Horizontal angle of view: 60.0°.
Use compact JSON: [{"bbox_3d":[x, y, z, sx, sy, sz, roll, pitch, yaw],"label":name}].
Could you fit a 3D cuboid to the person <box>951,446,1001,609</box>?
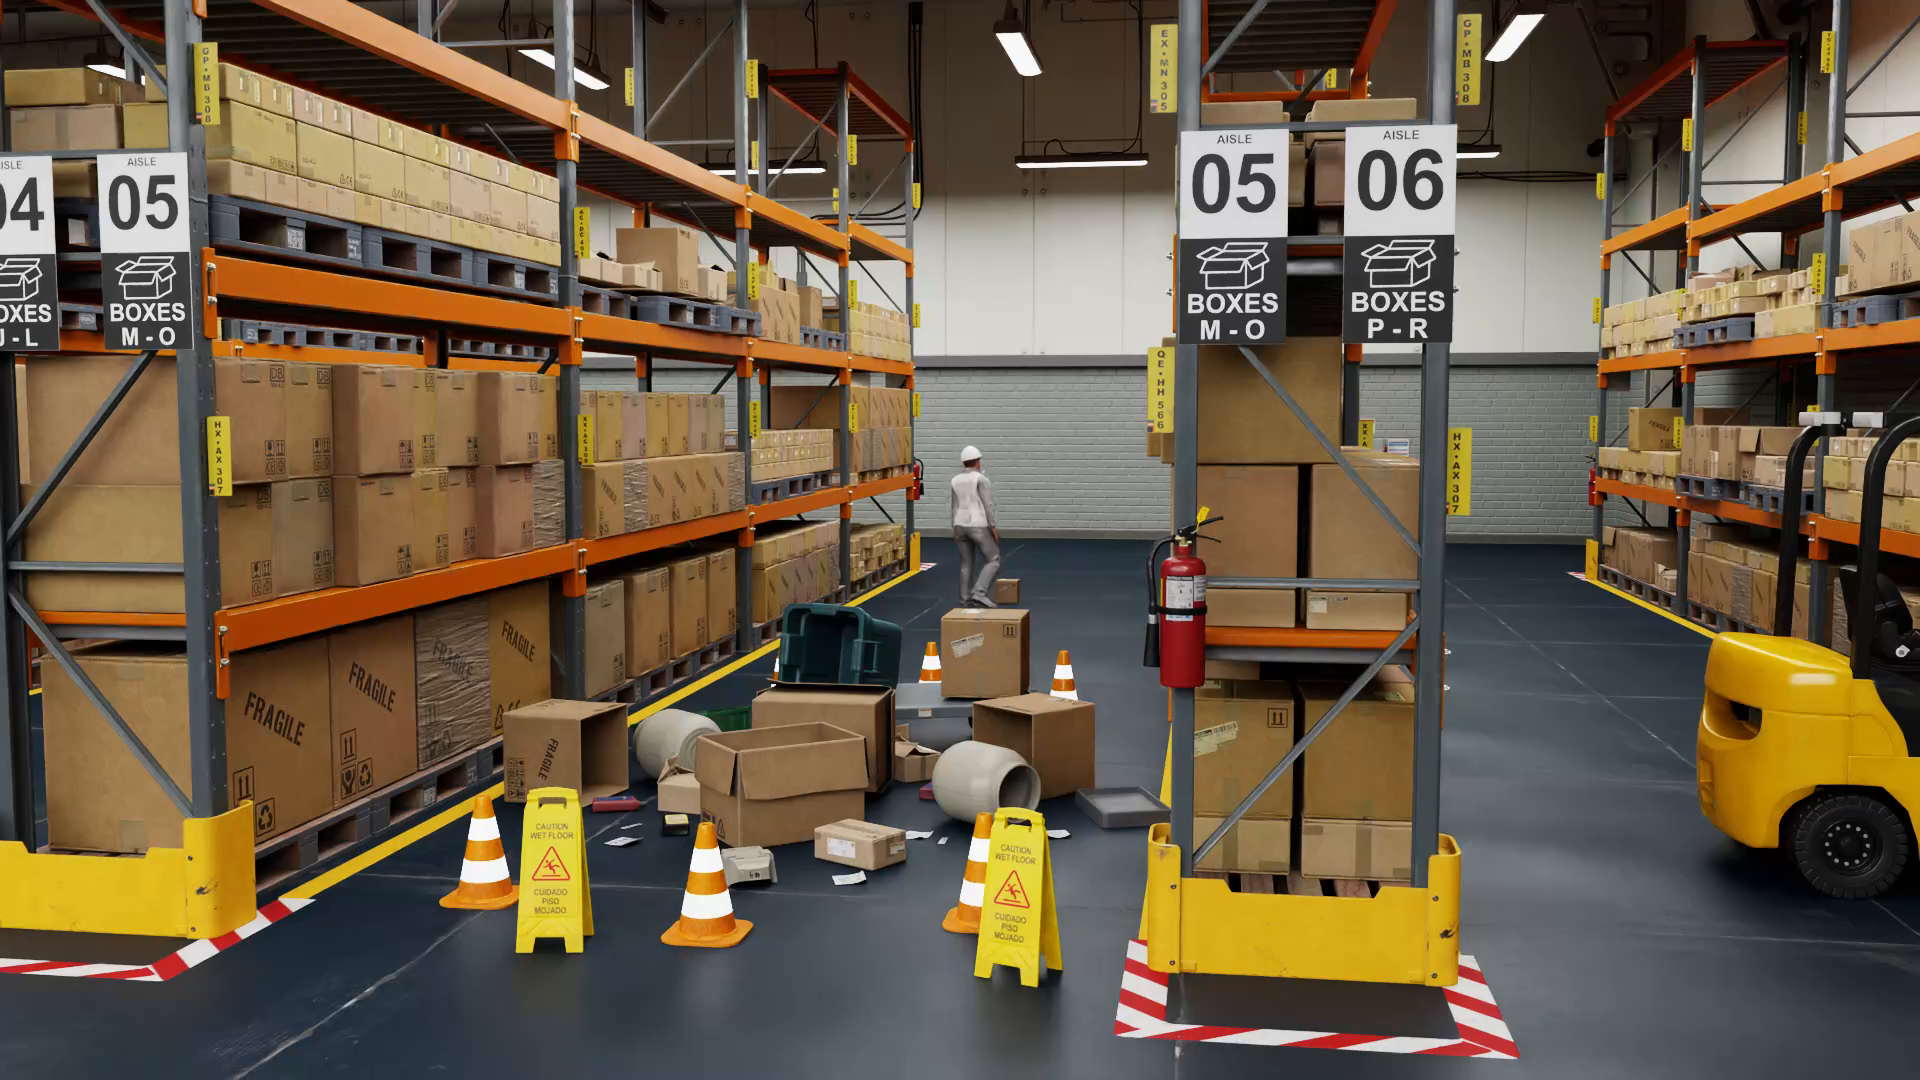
[{"bbox_3d":[0.158,-0.116,17.783,0.670,1.768,0.465,4,6,41],"label":"person"}]
